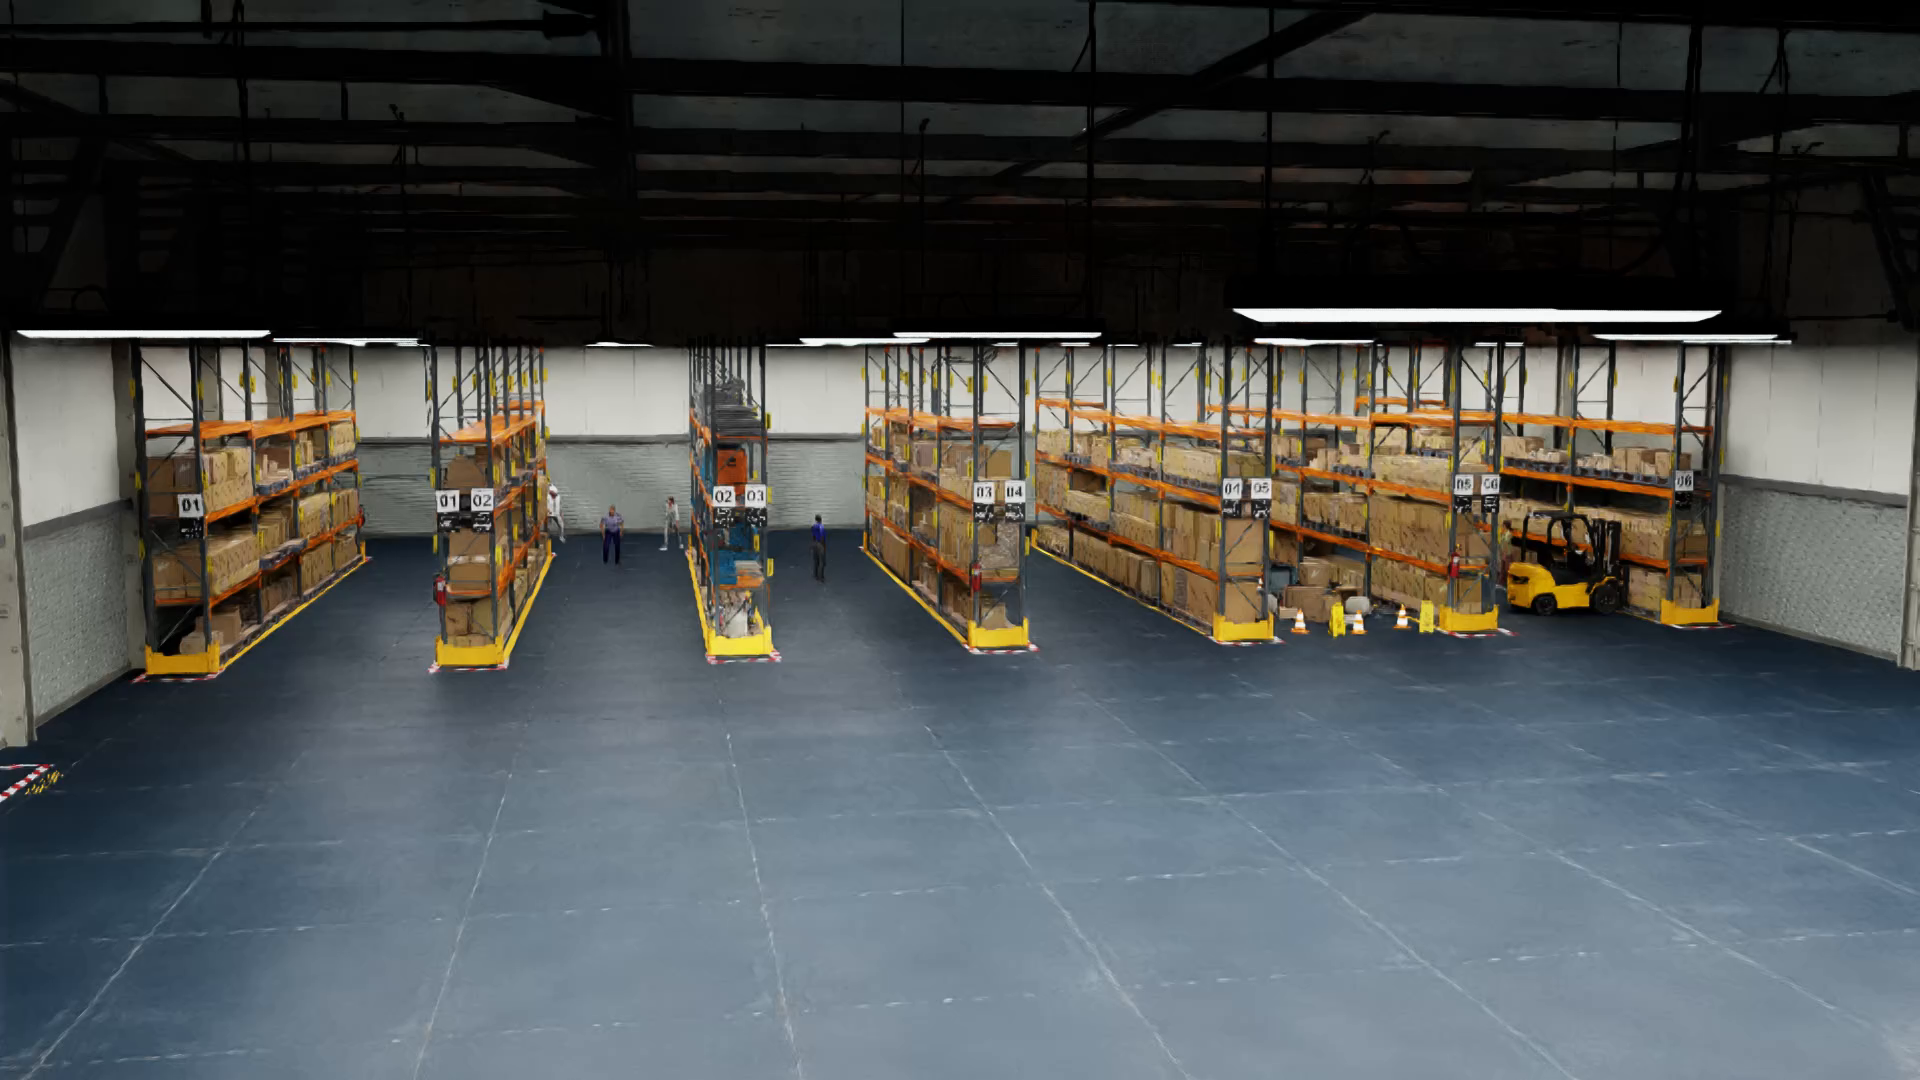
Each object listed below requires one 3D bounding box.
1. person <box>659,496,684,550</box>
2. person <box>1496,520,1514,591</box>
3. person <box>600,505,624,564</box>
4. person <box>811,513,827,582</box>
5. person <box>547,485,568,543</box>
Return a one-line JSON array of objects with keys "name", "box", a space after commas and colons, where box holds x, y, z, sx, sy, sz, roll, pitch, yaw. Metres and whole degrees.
[{"name": "person", "box": [-8.246, -0.501, 47.595, 0.457, 1.545, 0.865, 2, 7, 19]}, {"name": "person", "box": [12.971, 0.347, 39.575, 0.569, 1.668, 0.560, 2, 7, 21]}, {"name": "person", "box": [-9.305, -0.144, 44.466, 0.625, 1.581, 0.510, -2, 7, -13]}, {"name": "person", "box": [-3.475, 0.199, 41.296, 0.359, 1.724, 0.526, -5, 8, -38]}, {"name": "person", "box": [-12.074, -0.783, 49.340, 0.674, 1.716, 0.841, -3, 7, -28]}]
